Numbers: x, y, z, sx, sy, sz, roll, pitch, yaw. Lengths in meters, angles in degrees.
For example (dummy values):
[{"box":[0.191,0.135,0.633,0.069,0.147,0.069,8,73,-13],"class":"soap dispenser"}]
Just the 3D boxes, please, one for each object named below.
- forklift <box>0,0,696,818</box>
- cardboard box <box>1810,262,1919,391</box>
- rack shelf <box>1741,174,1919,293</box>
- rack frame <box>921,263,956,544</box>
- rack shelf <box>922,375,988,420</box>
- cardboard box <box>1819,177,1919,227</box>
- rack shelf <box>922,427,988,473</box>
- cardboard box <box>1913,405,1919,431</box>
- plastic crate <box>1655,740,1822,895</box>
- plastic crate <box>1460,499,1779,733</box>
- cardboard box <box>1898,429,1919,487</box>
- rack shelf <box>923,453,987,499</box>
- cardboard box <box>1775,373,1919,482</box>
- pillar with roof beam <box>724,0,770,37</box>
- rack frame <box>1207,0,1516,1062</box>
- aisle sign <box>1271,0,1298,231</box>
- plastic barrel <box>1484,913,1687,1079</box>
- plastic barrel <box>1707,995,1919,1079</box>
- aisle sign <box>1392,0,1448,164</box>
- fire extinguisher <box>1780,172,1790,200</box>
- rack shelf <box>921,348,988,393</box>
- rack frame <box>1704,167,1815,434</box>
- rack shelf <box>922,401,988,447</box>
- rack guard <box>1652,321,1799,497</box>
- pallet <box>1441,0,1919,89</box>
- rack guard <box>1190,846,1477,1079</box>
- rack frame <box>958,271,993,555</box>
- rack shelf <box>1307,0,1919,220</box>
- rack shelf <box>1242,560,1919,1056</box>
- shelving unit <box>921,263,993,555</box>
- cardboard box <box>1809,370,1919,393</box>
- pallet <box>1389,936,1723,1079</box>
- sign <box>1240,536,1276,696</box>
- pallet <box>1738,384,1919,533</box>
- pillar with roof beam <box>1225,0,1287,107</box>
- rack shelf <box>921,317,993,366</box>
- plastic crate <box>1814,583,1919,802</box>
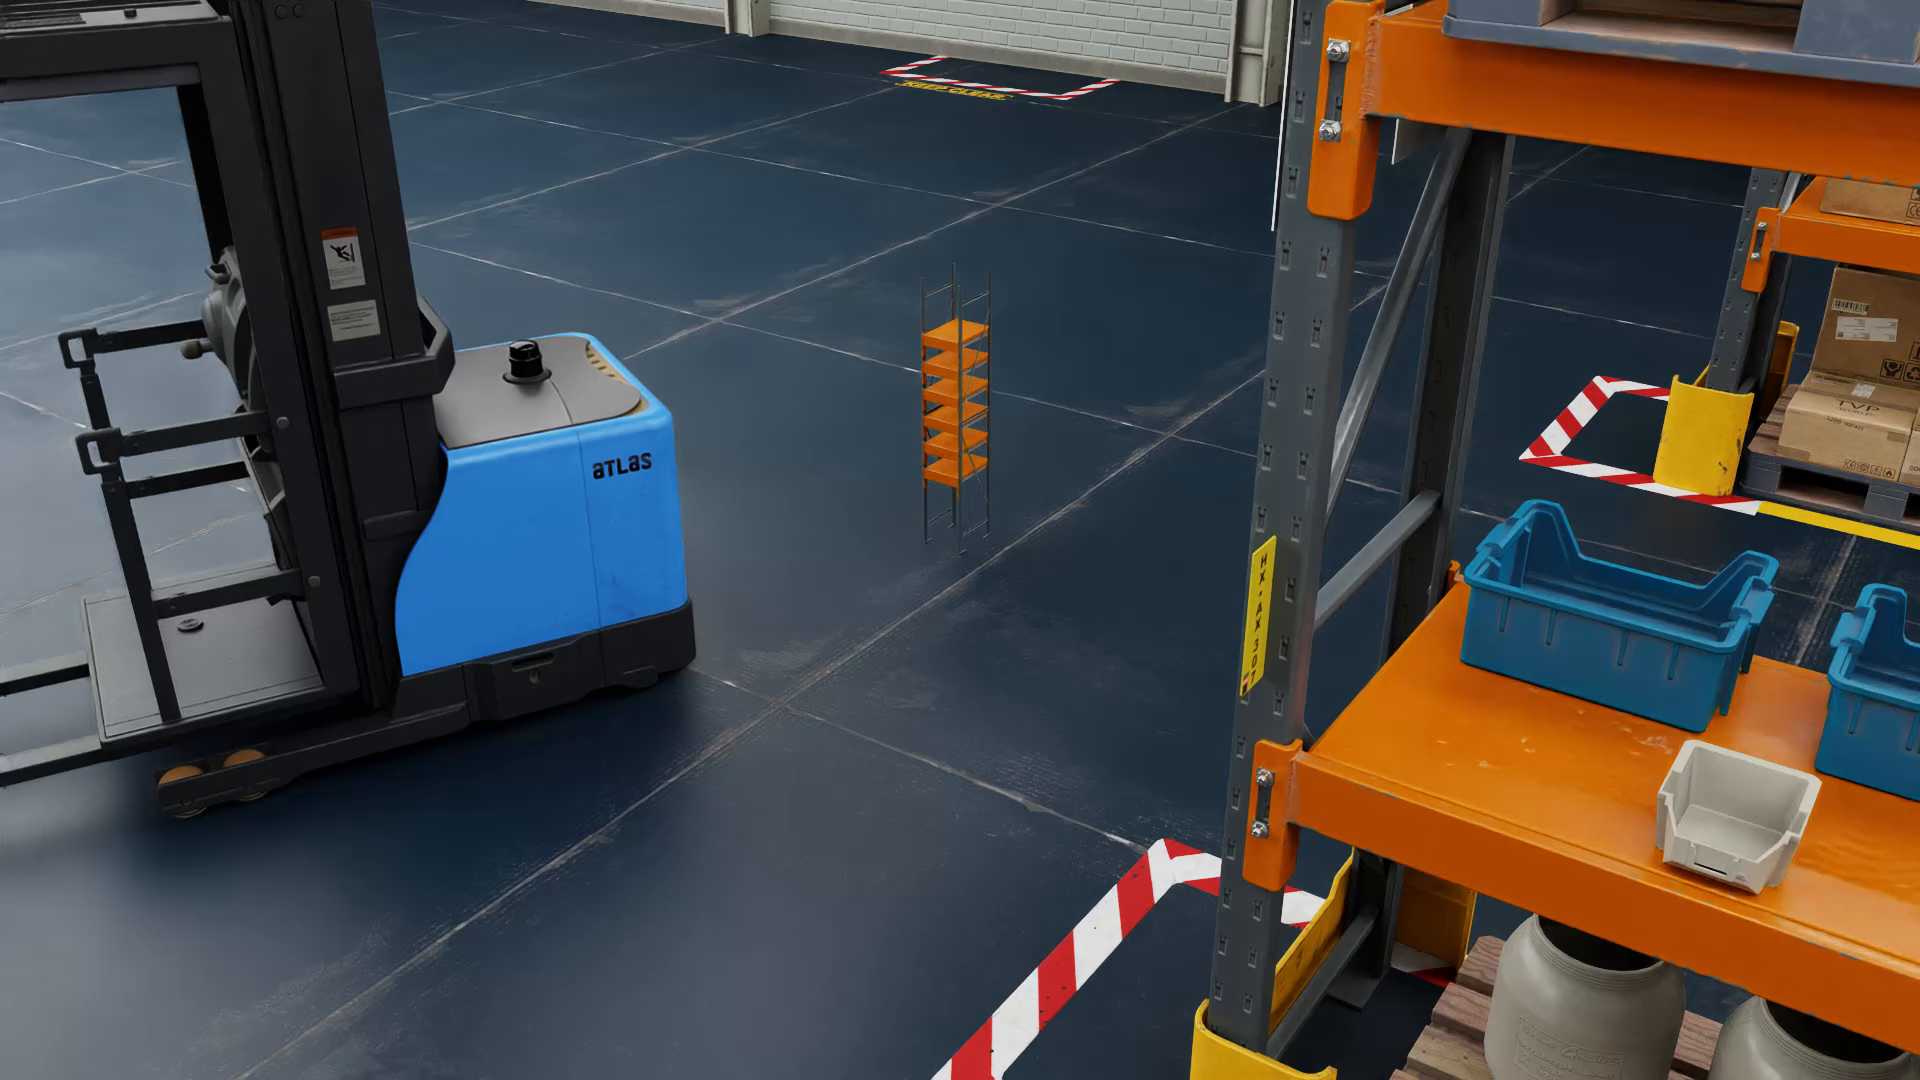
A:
[{"box":[-2.533,-0.669,5.333,3.031,2.935,1.130,-14,30,-25],"class":"forklift"},{"box":[4.331,-1.047,7.743,0.500,0.500,0.500,17,32,30],"class":"cardboard box"},{"box":[5.369,-0.944,6.590,4.000,0.370,1.077,17,32,30],"class":"rack shelf"},{"box":[-0.087,-0.562,7.031,0.006,1.200,0.240,17,32,30],"class":"rack frame"},{"box":[-0.012,-0.606,6.951,0.180,0.103,0.258,17,32,30],"class":"rack shelf"},{"box":[4.098,-1.698,7.169,0.500,0.500,0.700,17,32,30],"class":"cardboard box"},{"box":[-0.012,-0.392,7.060,0.180,0.103,0.258,17,32,30],"class":"rack shelf"},{"box":[4.449,-0.725,7.110,0.500,0.500,0.500,17,32,30],"class":"cardboard box"},{"box":[1.468,0.541,3.171,0.250,0.136,0.298,17,32,30],"class":"plastic crate"},{"box":[1.495,0.156,3.800,0.616,0.251,0.499,17,32,30],"class":"plastic crate"},{"box":[4.450,-0.392,7.281,0.500,0.250,0.500,17,32,30],"class":"cardboard box"},{"box":[-0.012,-0.285,7.114,0.180,0.103,0.258,17,32,30],"class":"rack shelf"},{"box":[4.036,-0.519,7.531,0.500,0.250,0.500,17,32,30],"class":"cardboard box"},{"box":[-4.740,-7.920,12.891,0.400,9.000,9.100,17,32,30],"class":"pillar with roof beam"},{"box":[0.913,0.073,3.799,0.127,3.000,1.000,17,32,30],"class":"rack frame"},{"box":[0.687,-0.994,3.031,0.004,0.787,0.394,17,32,30],"class":"aisle sign"},{"box":[1.498,1.135,3.992,0.421,0.512,0.421,0,27,0],"class":"plastic barrel"},{"box":[1.911,1.264,3.739,0.421,0.512,0.421,0,27,0],"class":"plastic barrel"},{"box":[1.021,-1.215,3.464,0.004,0.787,0.394,17,32,30],"class":"aisle sign"},{"box":[3.886,-1.947,7.855,0.183,0.674,0.296,17,32,30],"class":"fire extinguisher"},{"box":[-0.012,-0.713,6.896,0.180,0.103,0.258,17,32,30],"class":"rack shelf"},{"box":[3.720,-1.778,7.436,0.127,3.000,1.000,17,32,30],"class":"rack frame"},{"box":[-0.012,-0.499,7.005,0.180,0.103,0.258,17,32,30],"class":"rack shelf"},{"box":[3.700,-0.670,8.015,0.348,0.500,1.175,17,32,30],"class":"rack guard"},{"box":[1.539,-0.931,2.672,1.213,0.211,1.003,17,32,30],"class":"pallet"},{"box":[1.002,1.189,4.362,0.348,0.500,1.175,17,32,30],"class":"rack guard"},{"box":[0.063,-0.515,6.939,0.006,1.200,0.240,17,32,30],"class":"rack frame"},{"box":[2.561,-0.430,2.273,4.000,0.370,1.077,17,32,30],"class":"rack shelf"},{"box":[2.561,0.907,2.953,4.000,0.370,1.077,17,32,30],"class":"rack shelf"},{"box":[-0.012,-0.538,6.985,0.189,1.200,0.258,17,32,30],"class":"shelving unit"},{"box":[4.329,-0.712,7.911,0.500,0.250,0.500,17,32,30],"class":"cardboard box"},{"box":[1.668,1.528,4.014,1.213,0.211,1.003,17,32,30],"class":"pallet"},{"box":[0.598,0.154,3.335,0.005,0.325,0.100,17,32,30],"class":"sign"},{"box":[4.374,-0.354,7.714,1.213,0.211,1.003,17,32,30],"class":"pallet"},{"box":[0.205,-6.379,9.864,0.400,9.000,9.100,17,32,30],"class":"pillar with roof beam"},{"box":[-0.012,-0.820,6.842,0.180,0.103,0.258,17,32,30],"class":"rack shelf"},{"box":[2.027,0.325,3.468,0.408,0.251,0.499,17,32,30],"class":"plastic crate"}]
